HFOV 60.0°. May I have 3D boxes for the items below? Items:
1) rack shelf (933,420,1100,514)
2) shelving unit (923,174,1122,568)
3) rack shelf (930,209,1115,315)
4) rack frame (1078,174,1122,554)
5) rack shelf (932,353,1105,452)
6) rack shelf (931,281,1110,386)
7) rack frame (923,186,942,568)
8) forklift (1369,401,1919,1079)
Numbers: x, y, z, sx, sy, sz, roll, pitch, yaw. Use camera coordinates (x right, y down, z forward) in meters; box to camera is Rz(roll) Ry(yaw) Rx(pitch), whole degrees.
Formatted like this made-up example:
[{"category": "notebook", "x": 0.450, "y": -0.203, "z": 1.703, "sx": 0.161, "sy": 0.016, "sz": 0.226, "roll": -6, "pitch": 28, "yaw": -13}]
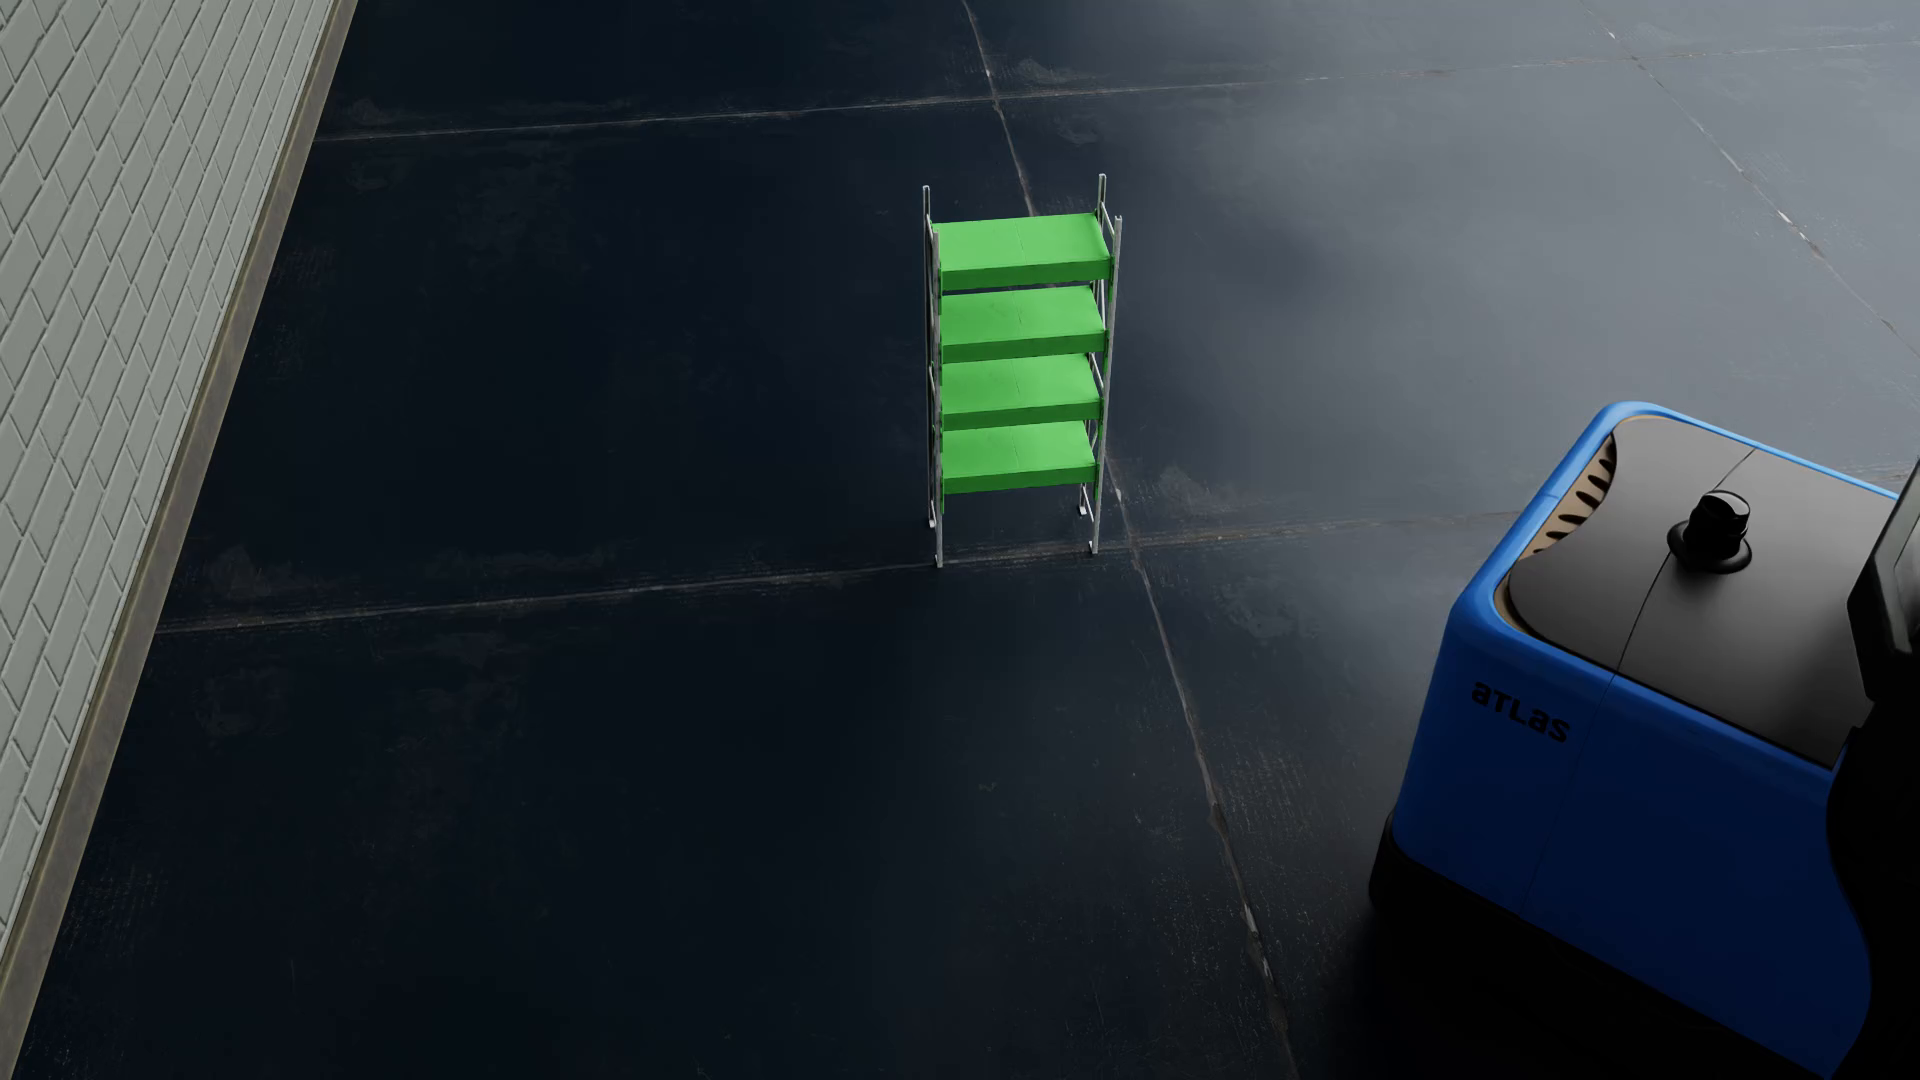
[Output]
[{"category": "rack shelf", "x": 0.164, "y": -0.234, "z": 5.068, "sx": 0.480, "sy": 0.148, "sz": 0.258, "roll": -5, "pitch": 42, "yaw": -6}, {"category": "shelving unit", "x": 0.164, "y": -0.460, "z": 4.864, "sx": 0.503, "sy": 1.200, "sz": 0.258, "roll": -5, "pitch": 42, "yaw": -6}, {"category": "rack shelf", "x": 0.164, "y": -0.769, "z": 4.585, "sx": 0.480, "sy": 0.148, "sz": 0.258, "roll": -5, "pitch": 42, "yaw": -6}, {"category": "rack frame", "x": 0.406, "y": -0.481, "z": 4.888, "sx": 0.015, "sy": 1.200, "sz": 0.240, "roll": -5, "pitch": 42, "yaw": -6}, {"category": "rack shelf", "x": 0.164, "y": -0.412, "z": 4.907, "sx": 0.480, "sy": 0.148, "sz": 0.258, "roll": -5, "pitch": 42, "yaw": -6}, {"category": "rack shelf", "x": 0.164, "y": -0.591, "z": 4.746, "sx": 0.480, "sy": 0.148, "sz": 0.258, "roll": -5, "pitch": 42, "yaw": -6}, {"category": "rack frame", "x": -0.078, "y": -0.439, "z": 4.841, "sx": 0.015, "sy": 1.200, "sz": 0.240, "roll": -5, "pitch": 42, "yaw": -6}, {"category": "forklift", "x": 2.507, "y": 0.195, "z": 2.845, "sx": 3.031, "sy": 2.935, "sz": 1.130, "roll": 27, "pitch": 48, "yaw": 26}]
